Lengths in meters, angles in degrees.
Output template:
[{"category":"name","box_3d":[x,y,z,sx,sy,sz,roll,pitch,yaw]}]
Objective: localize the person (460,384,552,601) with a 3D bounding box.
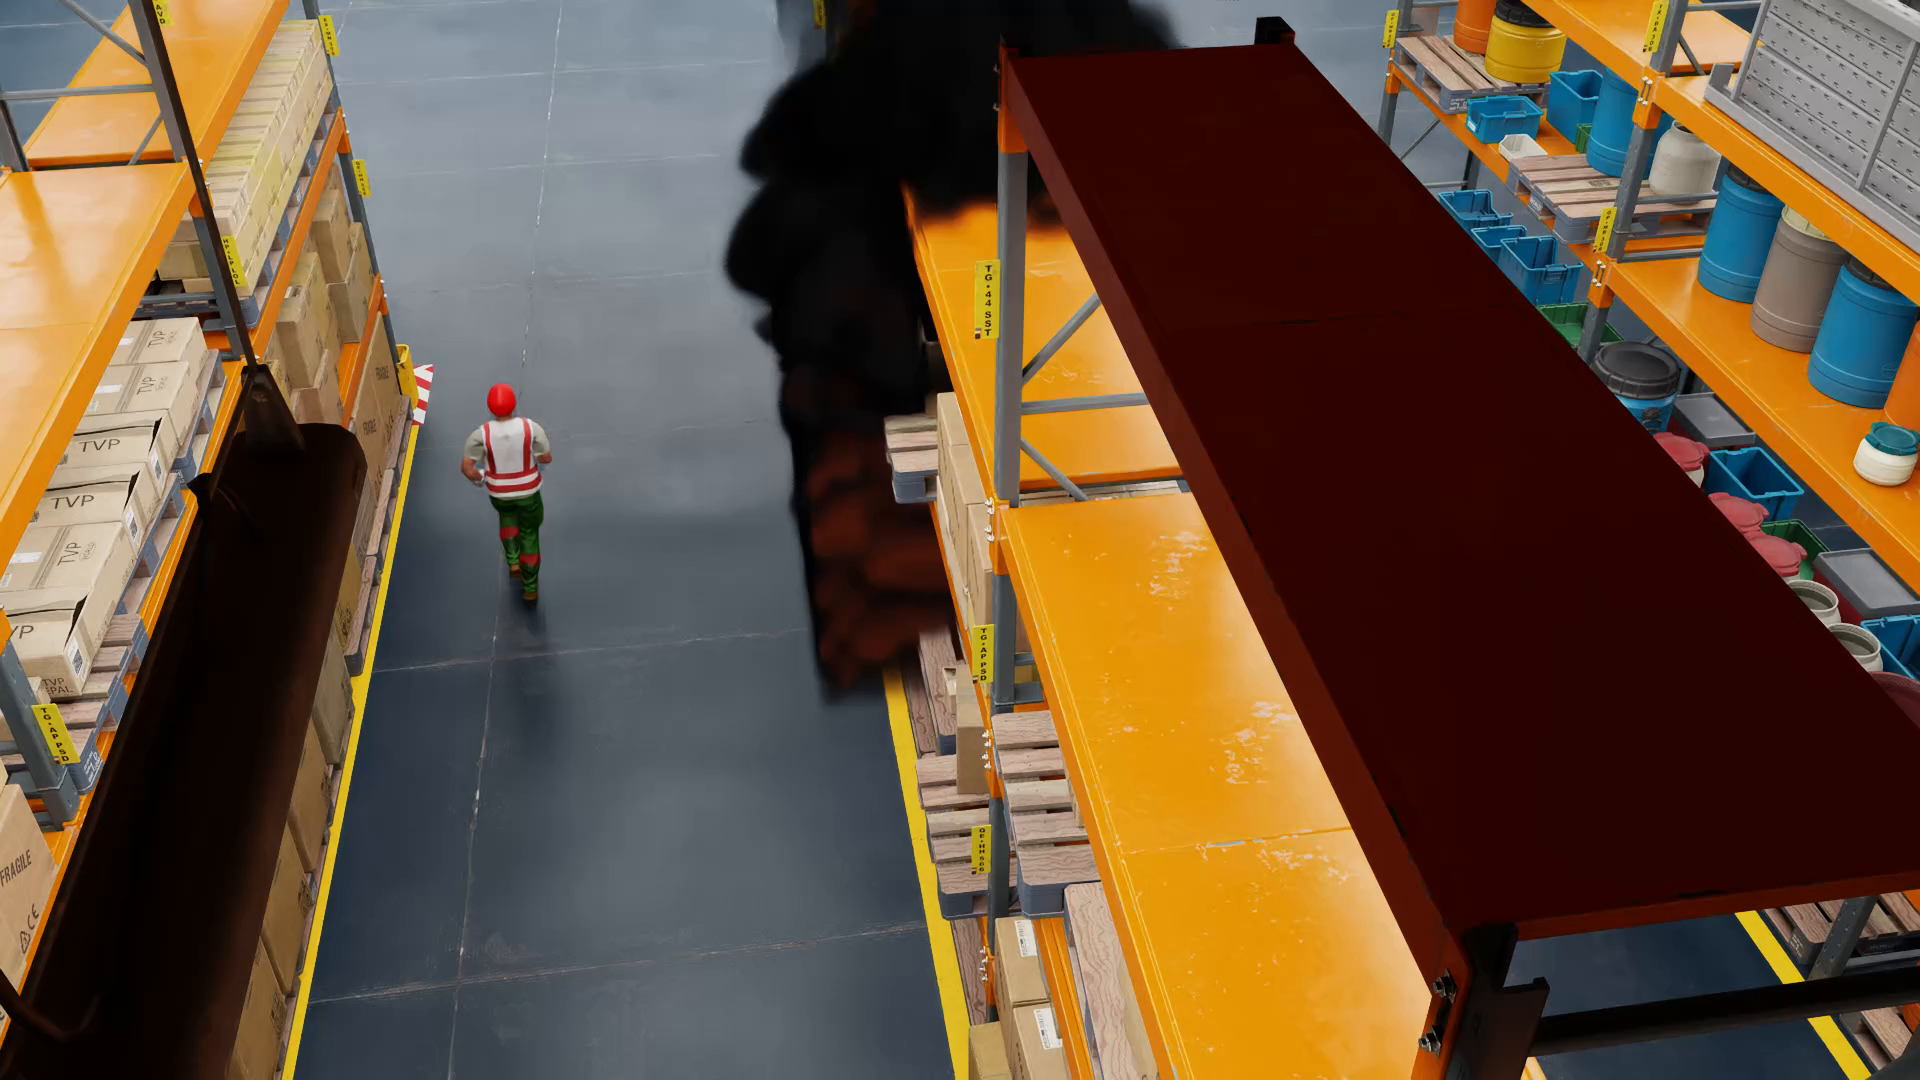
[{"category":"person","box_3d":[-3.351,-0.404,12.509,0.628,1.784,0.692,-5,37,-7]}]
